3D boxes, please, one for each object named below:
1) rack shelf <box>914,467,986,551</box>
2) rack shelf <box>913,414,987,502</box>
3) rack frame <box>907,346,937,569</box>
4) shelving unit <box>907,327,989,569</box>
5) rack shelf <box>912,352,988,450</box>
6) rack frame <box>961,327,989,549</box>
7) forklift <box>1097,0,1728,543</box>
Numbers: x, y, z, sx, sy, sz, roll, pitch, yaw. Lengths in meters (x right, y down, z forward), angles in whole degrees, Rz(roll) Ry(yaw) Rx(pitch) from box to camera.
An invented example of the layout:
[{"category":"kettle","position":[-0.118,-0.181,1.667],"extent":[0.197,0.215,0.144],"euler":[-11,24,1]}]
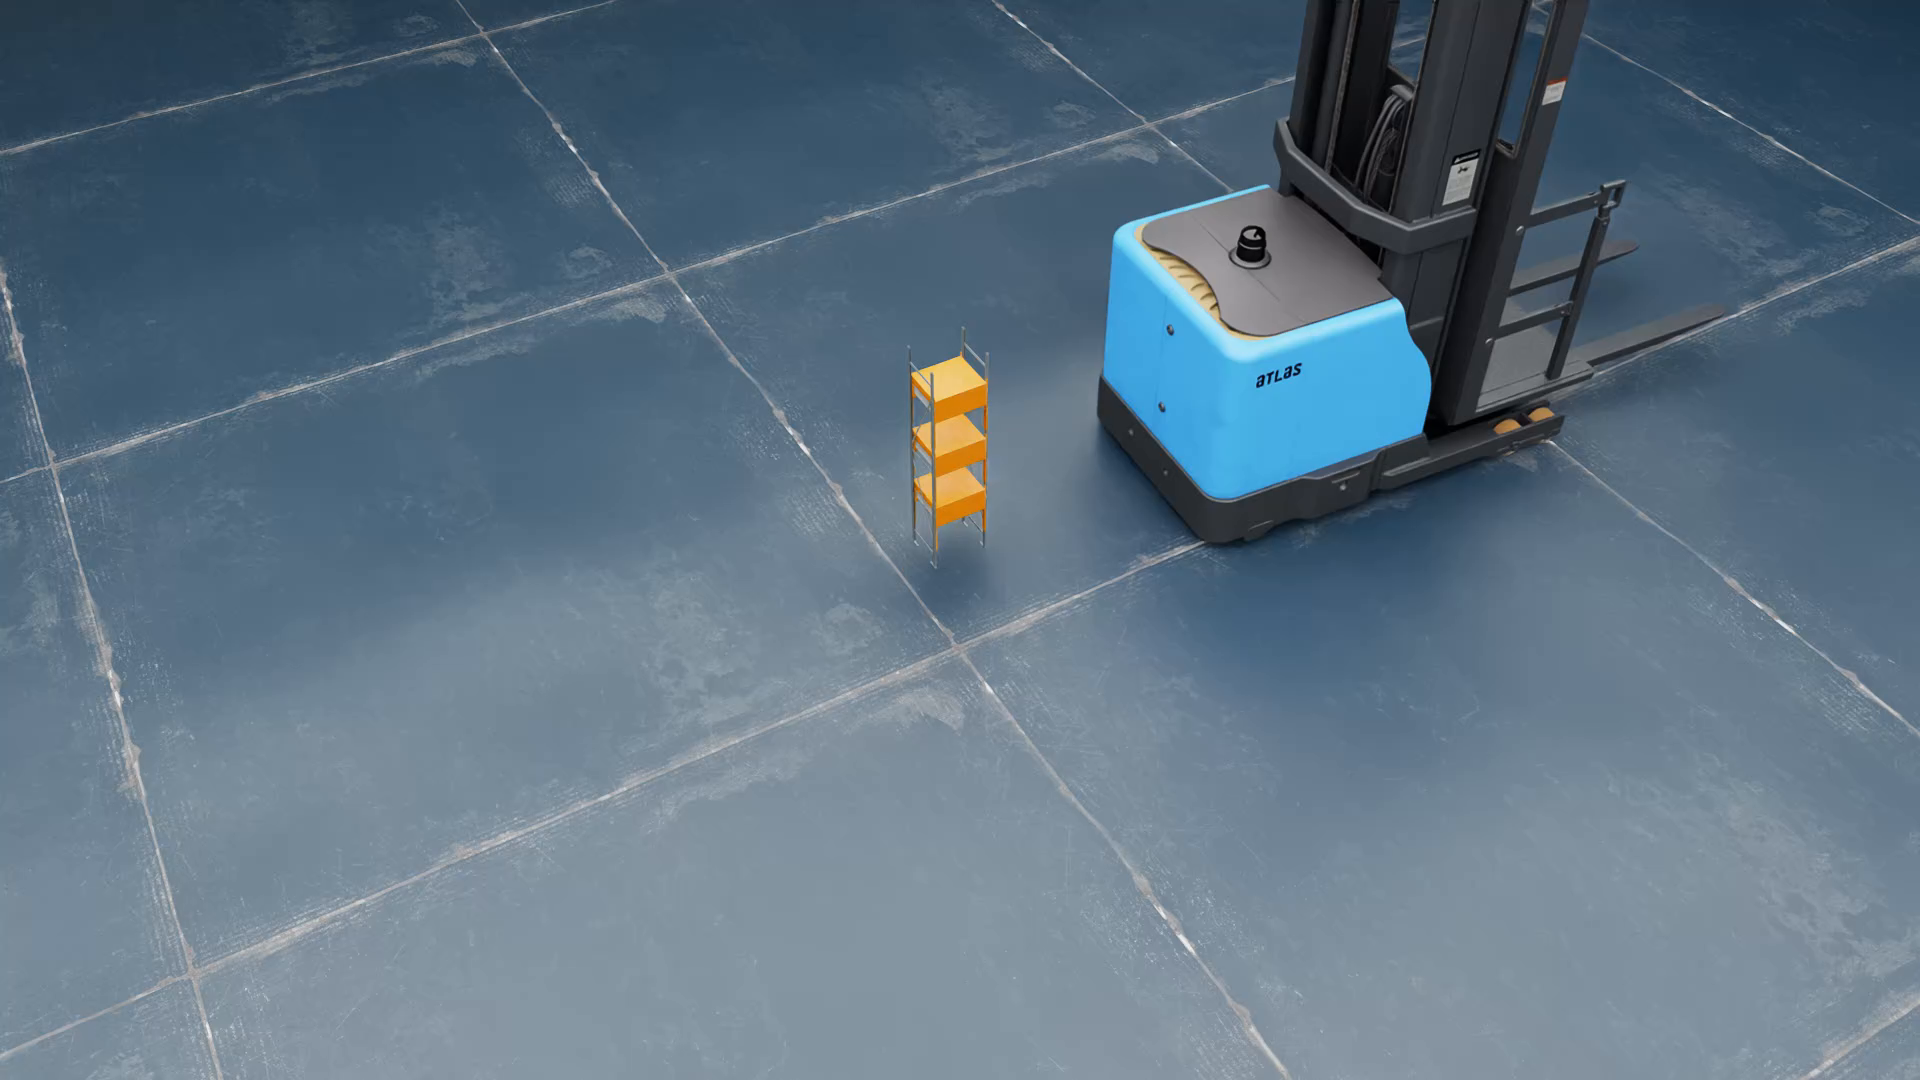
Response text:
[{"category":"rack shelf","position":[-0.046,-0.151,6.996],"extent":[0.240,0.259,0.215],"euler":[-22,48,-21]},{"category":"rack shelf","position":[-0.046,-0.351,6.802],"extent":[0.240,0.259,0.215],"euler":[-22,48,-21]},{"category":"rack frame","position":[-0.152,-0.316,6.751],"extent":[0.008,1.050,0.200],"euler":[-22,48,-21]},{"category":"shelving unit","position":[-0.046,-0.358,6.795],"extent":[0.252,1.050,0.215],"euler":[-22,48,-21]},{"category":"rack shelf","position":[-0.046,-0.554,6.604],"extent":[0.240,0.259,0.215],"euler":[-22,48,-21]},{"category":"rack frame","position":[0.059,-0.401,6.838],"extent":[0.008,1.050,0.200],"euler":[-22,48,-21]},{"category":"forklift","position":[2.188,-1.749,6.877],"extent":[3.031,2.935,1.130],"euler":[-19,47,-18]}]
